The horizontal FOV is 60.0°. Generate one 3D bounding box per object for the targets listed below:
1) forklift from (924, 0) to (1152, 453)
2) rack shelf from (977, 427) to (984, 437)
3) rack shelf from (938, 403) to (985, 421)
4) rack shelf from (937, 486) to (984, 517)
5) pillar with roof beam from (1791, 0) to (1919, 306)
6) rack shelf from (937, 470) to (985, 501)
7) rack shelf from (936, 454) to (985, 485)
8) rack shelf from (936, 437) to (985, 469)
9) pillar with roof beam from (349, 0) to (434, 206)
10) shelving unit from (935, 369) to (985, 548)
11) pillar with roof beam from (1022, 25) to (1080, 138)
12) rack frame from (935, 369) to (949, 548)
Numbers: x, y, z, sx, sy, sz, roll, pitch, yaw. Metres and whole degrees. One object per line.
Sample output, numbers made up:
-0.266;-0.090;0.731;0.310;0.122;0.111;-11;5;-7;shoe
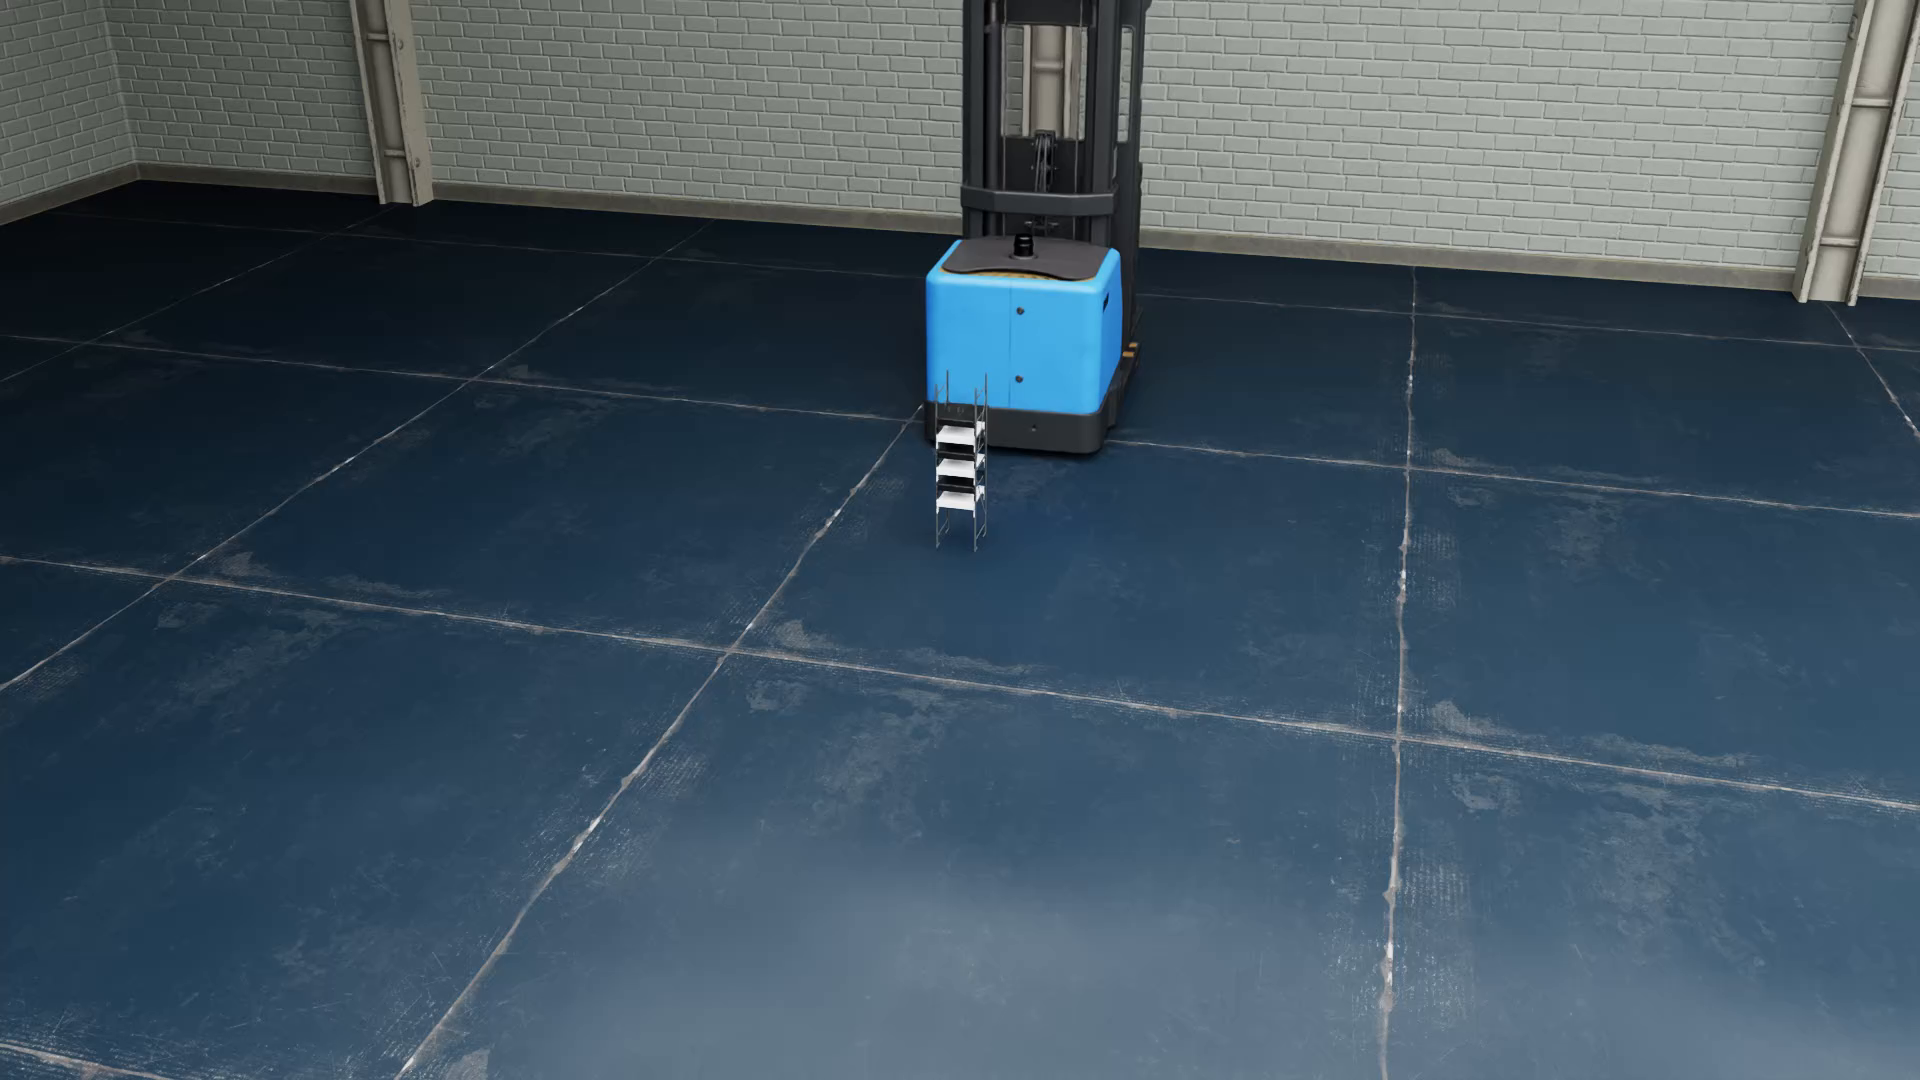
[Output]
0.609;-2.406;10.467;1.129;2.867;3.031;5;26;11;forklift
0.008;-0.551;8.485;0.184;0.015;0.199;6;26;13;rack shelf
0.008;-0.638;8.444;0.190;0.026;0.221;6;26;13;rack shelf
0.008;-0.213;8.646;0.200;0.077;0.258;6;26;13;rack shelf
5.467;-4.105;6.904;0.400;9.000;9.100;6;26;13;pillar with roof beam
0.008;-0.294;8.608;0.200;0.077;0.258;6;26;13;rack shelf
0.008;-0.375;8.569;0.200;0.077;0.258;6;26;13;rack shelf
0.008;-0.457;8.530;0.200;0.077;0.258;6;26;13;rack shelf
-6.155;-5.390;9.603;0.400;9.000;9.100;6;26;13;pillar with roof beam
0.006;-0.406;8.555;0.205;0.900;0.258;6;26;13;shelving unit
-0.344;-4.748;8.253;0.400;9.000;9.100;6;26;13;pillar with roof beam
-0.091;-0.416;8.578;0.006;0.900;0.240;6;26;13;rack frame
